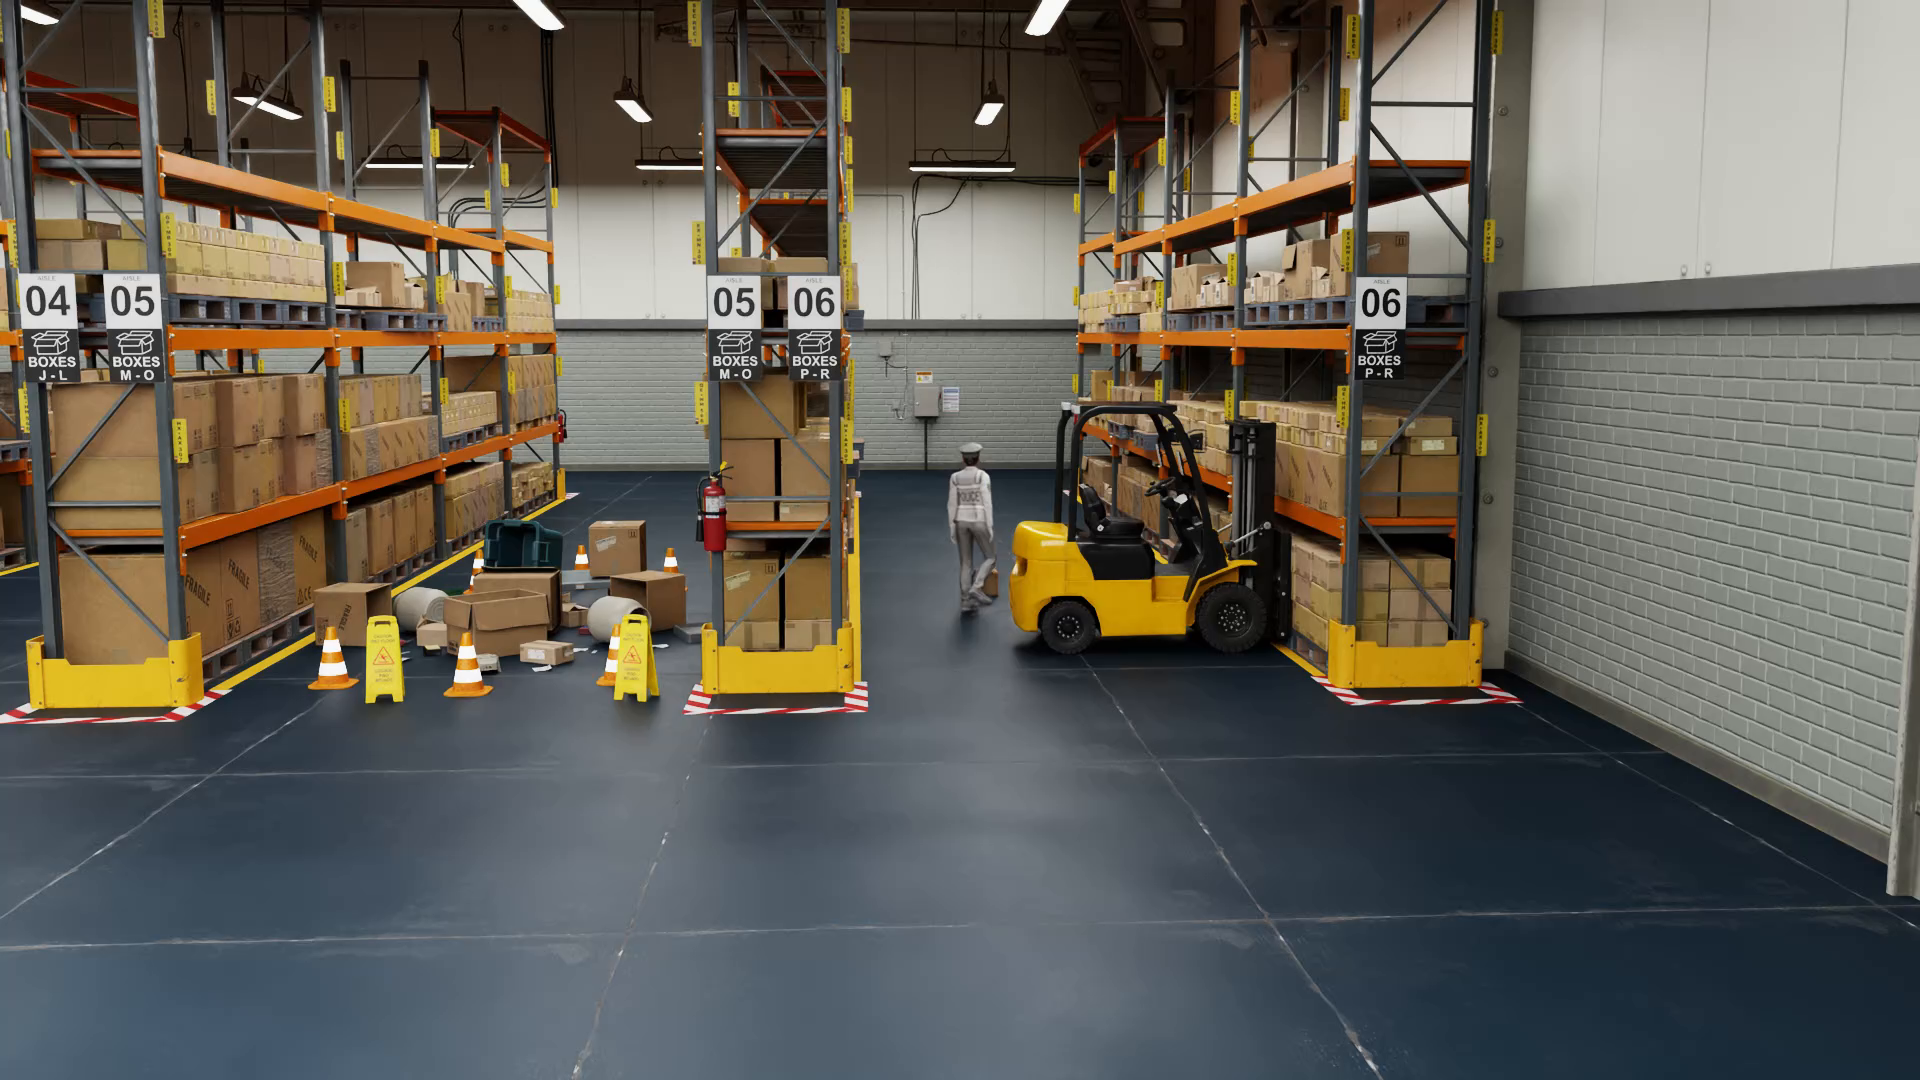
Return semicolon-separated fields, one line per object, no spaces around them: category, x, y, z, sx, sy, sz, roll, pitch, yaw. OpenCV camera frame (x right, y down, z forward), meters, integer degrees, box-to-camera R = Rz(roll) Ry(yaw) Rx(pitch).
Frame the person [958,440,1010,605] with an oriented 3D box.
person;0.220;-0.165;16.973;0.493;1.713;0.655;2;7;17
